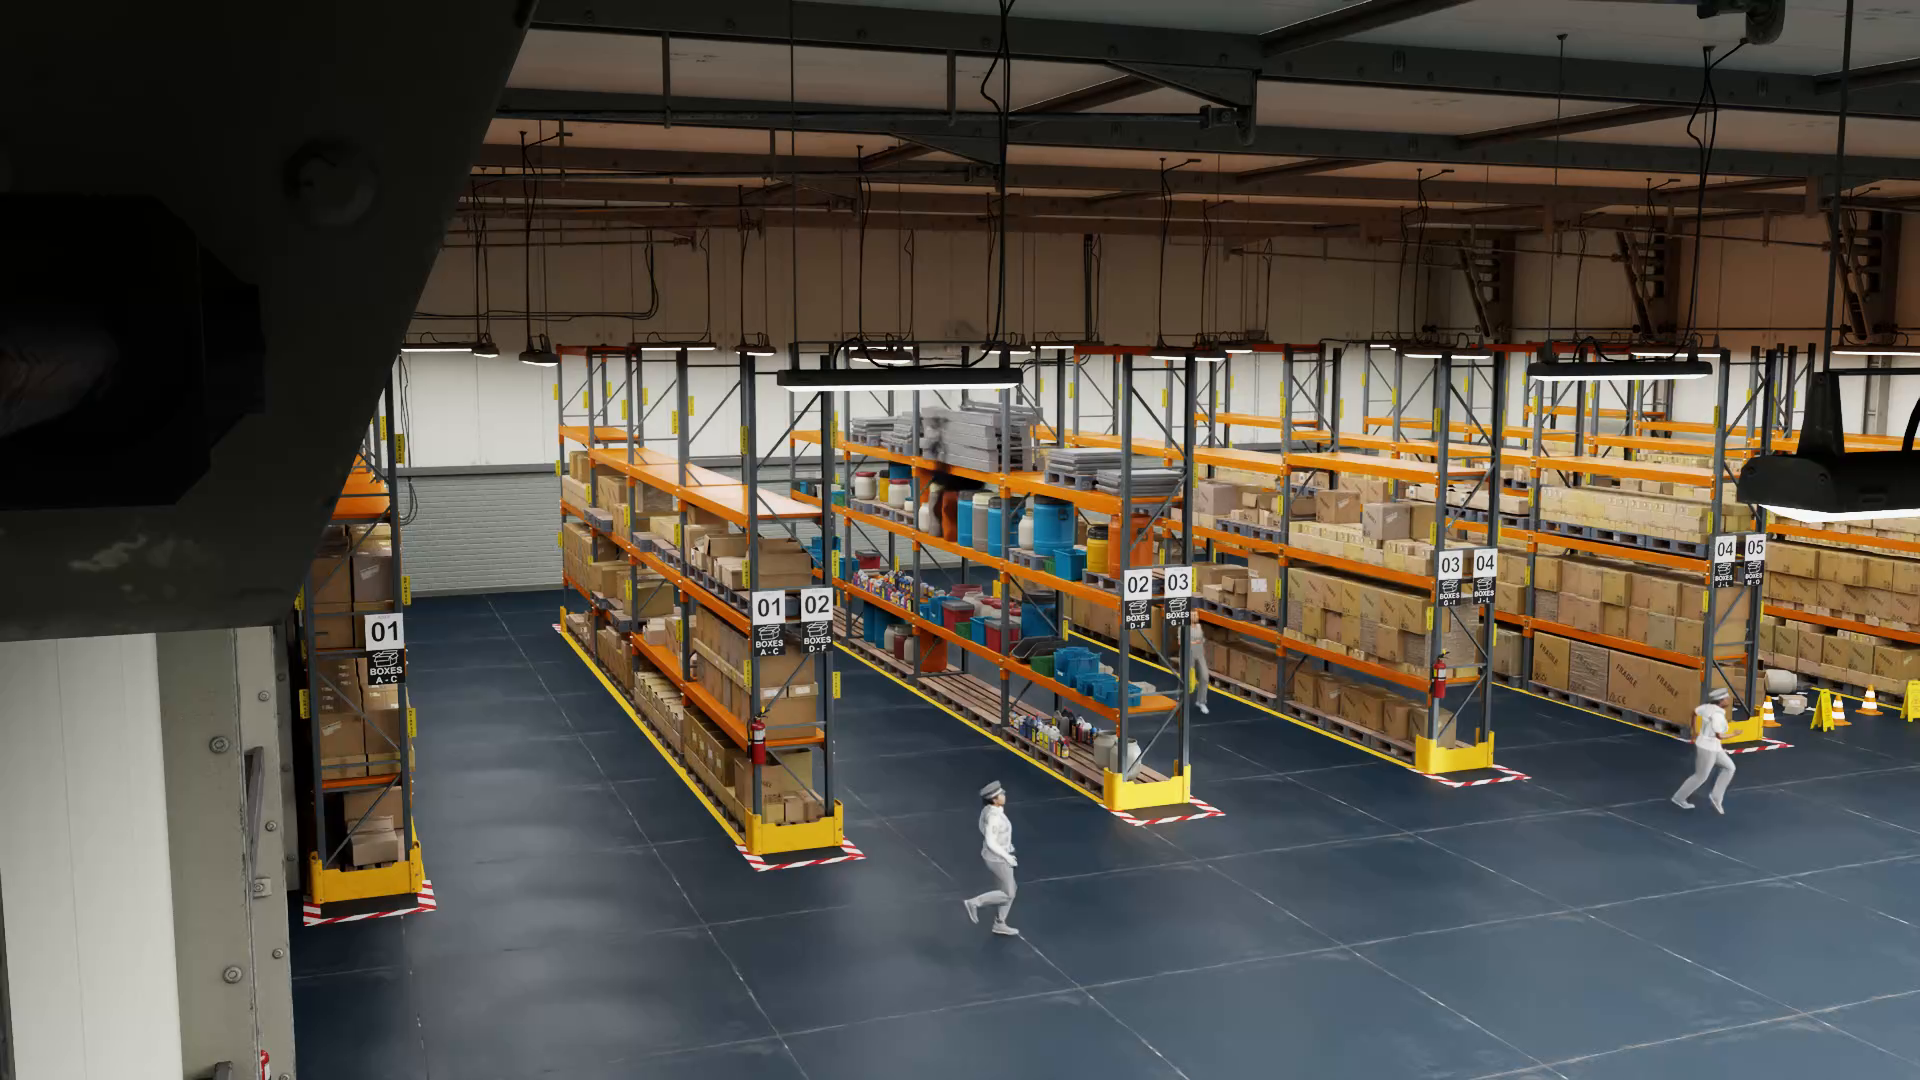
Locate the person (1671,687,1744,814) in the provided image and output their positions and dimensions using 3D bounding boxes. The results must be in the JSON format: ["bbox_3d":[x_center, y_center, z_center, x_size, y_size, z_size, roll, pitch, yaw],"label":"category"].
[{"bbox_3d":[9.784,2.747,21.748,0.817,1.704,0.600,2,8,17],"label":"person"}]

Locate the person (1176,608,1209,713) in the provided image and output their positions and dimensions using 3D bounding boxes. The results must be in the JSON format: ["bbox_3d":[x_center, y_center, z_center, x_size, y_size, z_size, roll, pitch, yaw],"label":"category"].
[{"bbox_3d":[3.870,1.987,27.672,0.549,1.708,0.728,-4,8,-27],"label":"person"}]

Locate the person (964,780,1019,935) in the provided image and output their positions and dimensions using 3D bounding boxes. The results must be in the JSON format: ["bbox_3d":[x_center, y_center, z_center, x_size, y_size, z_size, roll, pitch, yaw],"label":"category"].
[{"bbox_3d":[0.325,3.323,17.374,0.588,1.660,0.624,-1,7,-6],"label":"person"}]
